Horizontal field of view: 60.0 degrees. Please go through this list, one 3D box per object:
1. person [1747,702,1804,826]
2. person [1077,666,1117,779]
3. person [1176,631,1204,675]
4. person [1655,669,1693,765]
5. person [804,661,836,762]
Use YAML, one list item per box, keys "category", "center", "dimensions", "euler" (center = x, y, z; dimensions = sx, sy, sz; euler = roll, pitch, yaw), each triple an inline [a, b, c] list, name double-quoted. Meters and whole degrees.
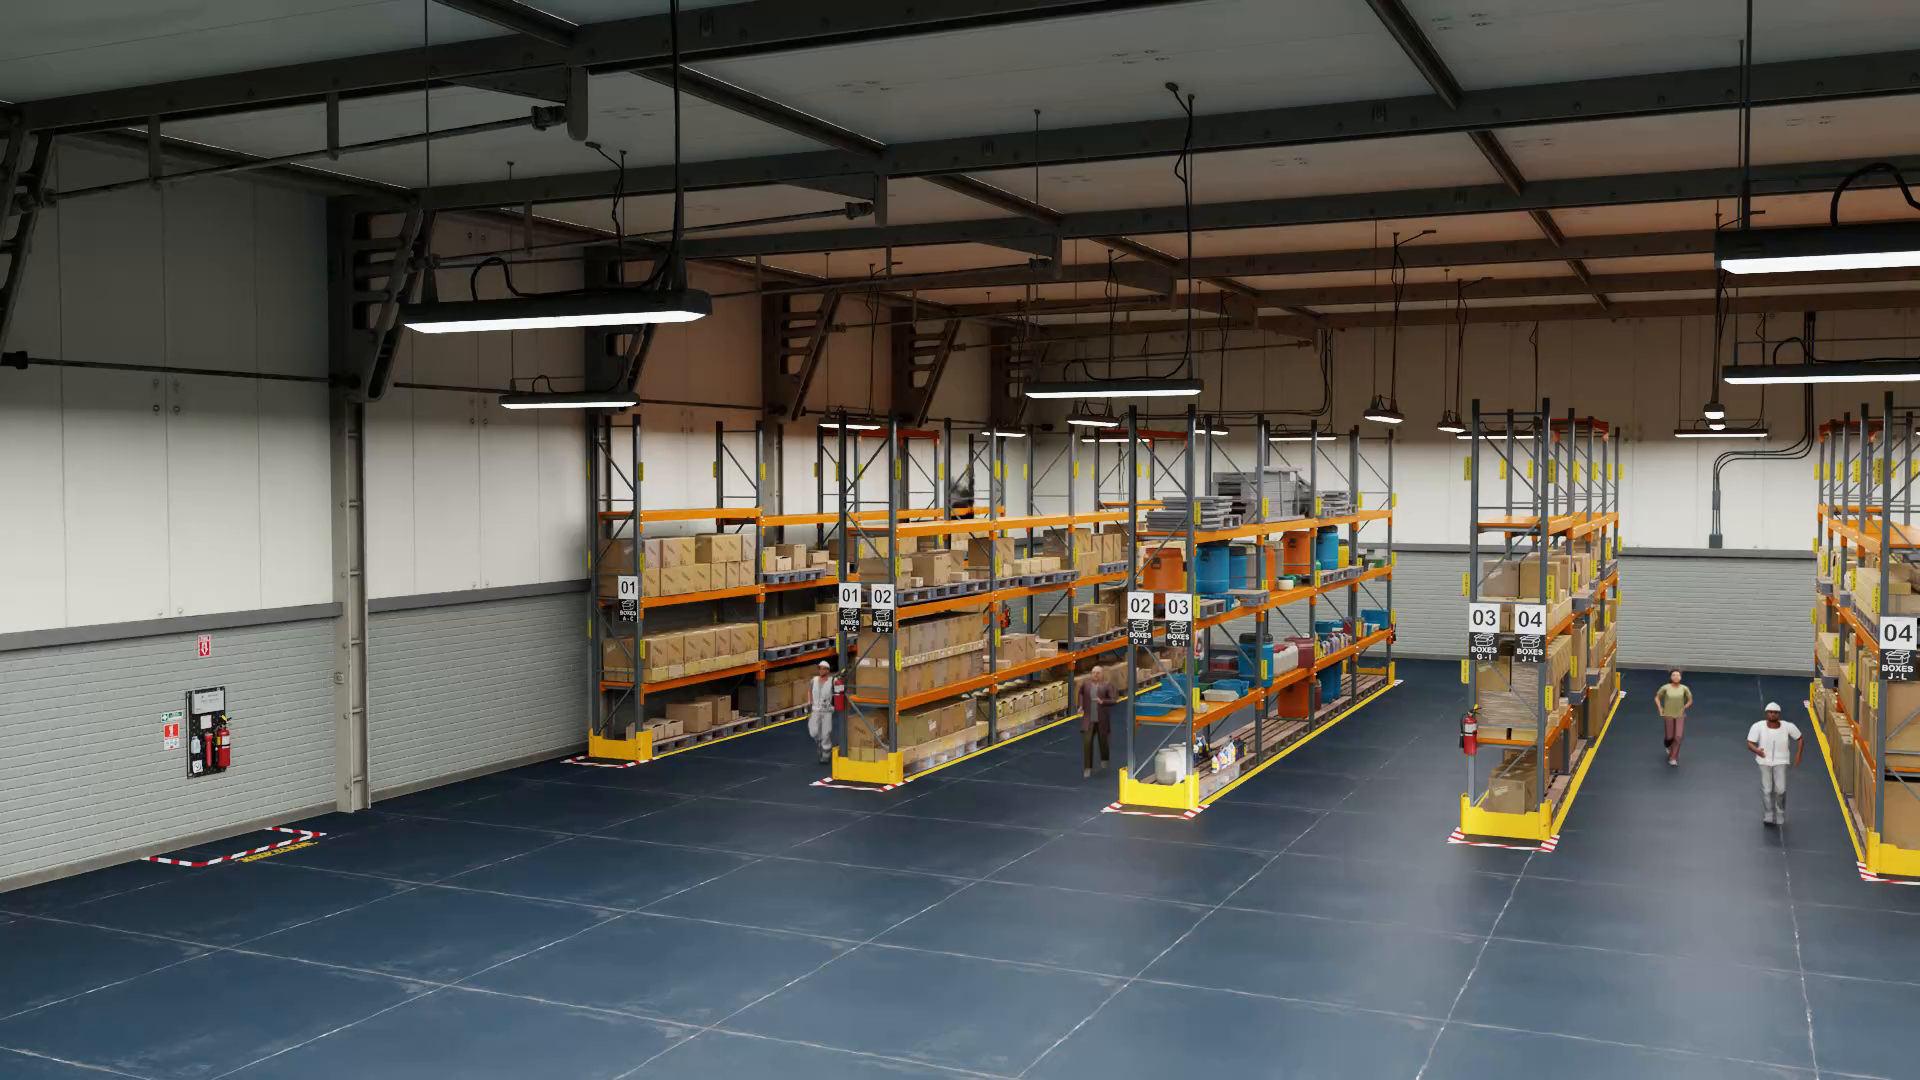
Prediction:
- category: "person"
  center: [11.478, 3.165, 23.430]
  dimensions: [0.721, 1.750, 0.658]
  euler: [1, 3, 27]
- category: "person"
  center: [2.239, 2.958, 27.310]
  dimensions: [0.695, 1.781, 1.045]
  euler: [1, 2, 15]
- category: "person"
  center: [5.169, 2.621, 36.933]
  dimensions: [0.643, 1.741, 0.706]
  euler: [1, 2, 20]
- category: "person"
  center: [12.220, 3.018, 28.452]
  dimensions: [0.596, 1.624, 0.597]
  euler: [1, 2, 15]
- category: "person"
  center: [-2.373, 2.952, 28.567]
  dimensions: [0.655, 1.741, 0.583]
  euler: [1, 2, 14]
